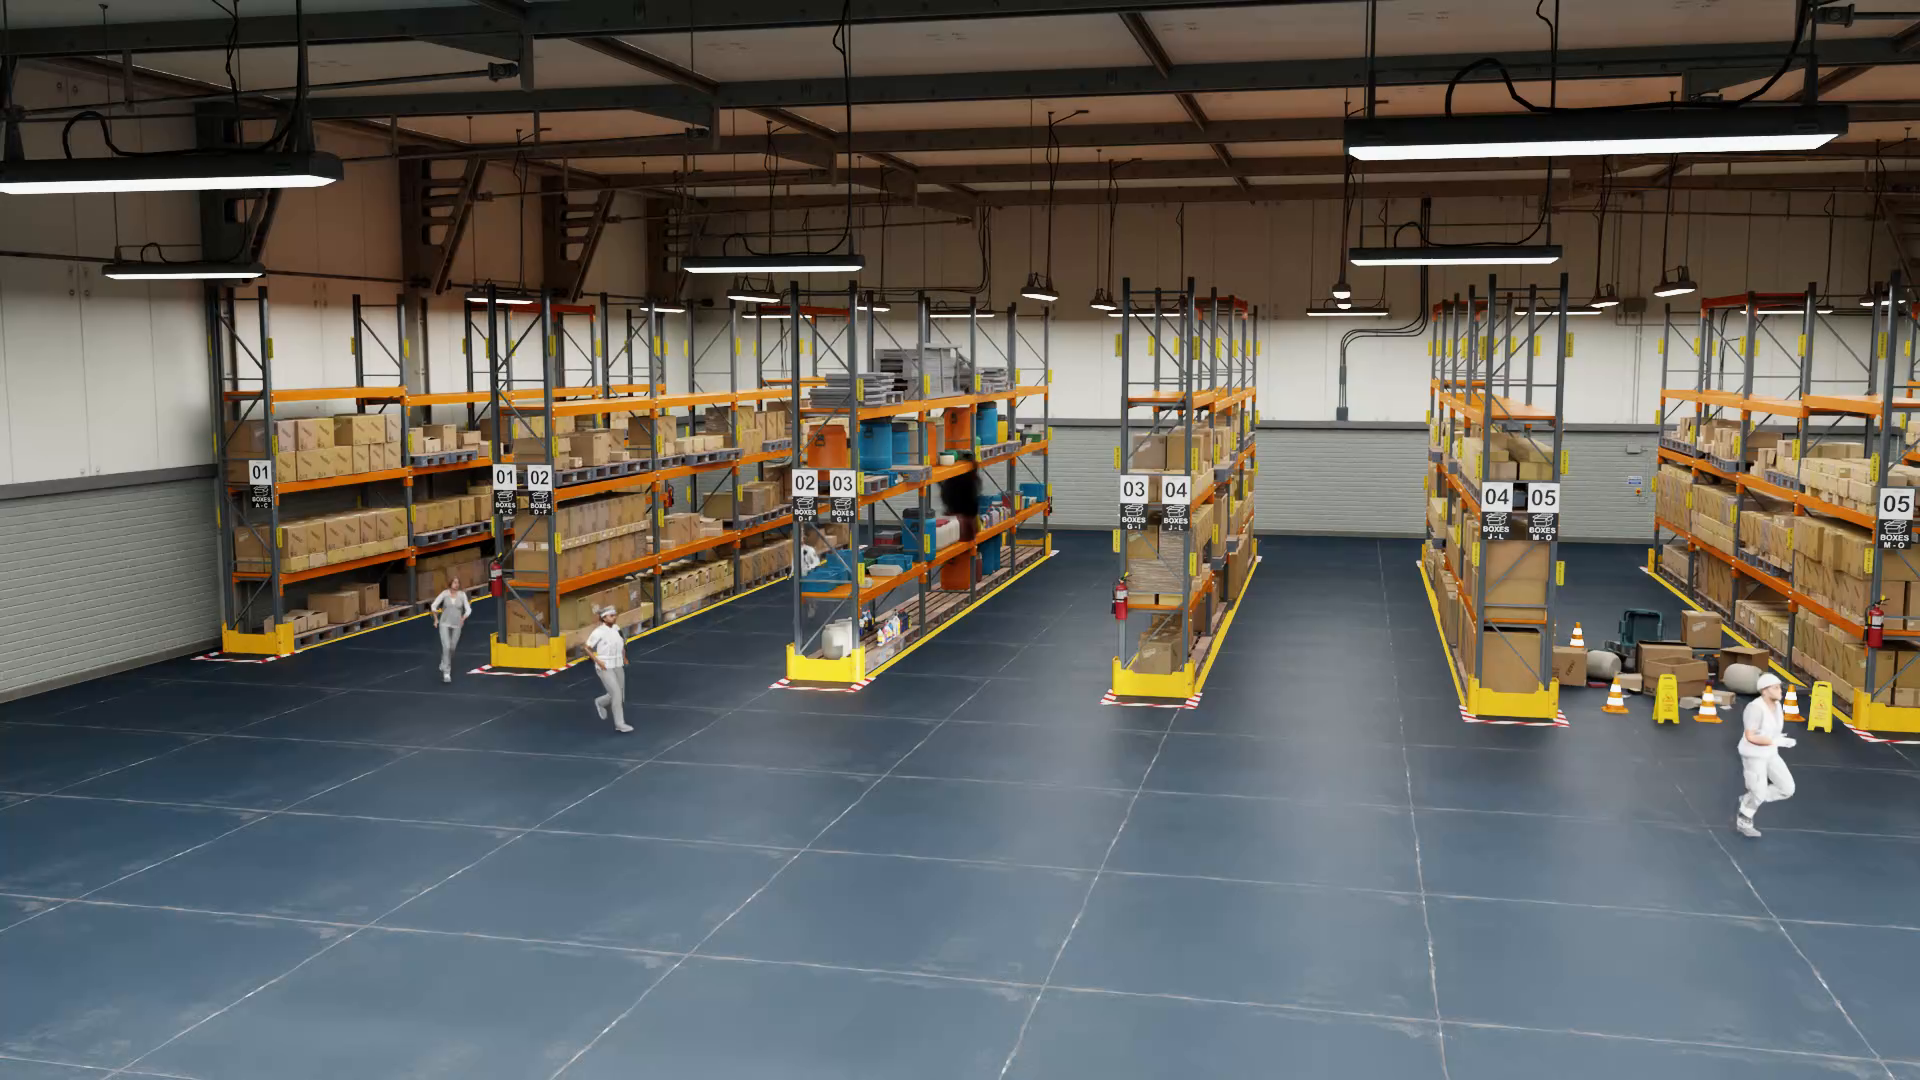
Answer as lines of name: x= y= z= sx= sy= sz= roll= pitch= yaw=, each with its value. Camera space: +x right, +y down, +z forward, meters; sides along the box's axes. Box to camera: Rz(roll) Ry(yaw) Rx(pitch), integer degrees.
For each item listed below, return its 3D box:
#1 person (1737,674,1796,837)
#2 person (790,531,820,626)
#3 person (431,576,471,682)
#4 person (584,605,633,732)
person: x=8.207 y=2.203 z=16.883 sx=0.707 sy=1.728 sz=0.657 roll=-4 pitch=8 yaw=-32
person: x=-2.794 y=0.659 z=29.907 sx=0.610 sy=1.694 sz=0.860 roll=2 pitch=7 yaw=16
person: x=-7.756 y=1.329 z=25.373 sx=0.576 sy=1.581 sz=0.688 roll=-3 pitch=7 yaw=-25
person: x=-4.614 y=1.674 z=21.862 sx=0.740 sy=1.665 sz=0.609 roll=4 pitch=8 yaw=34
